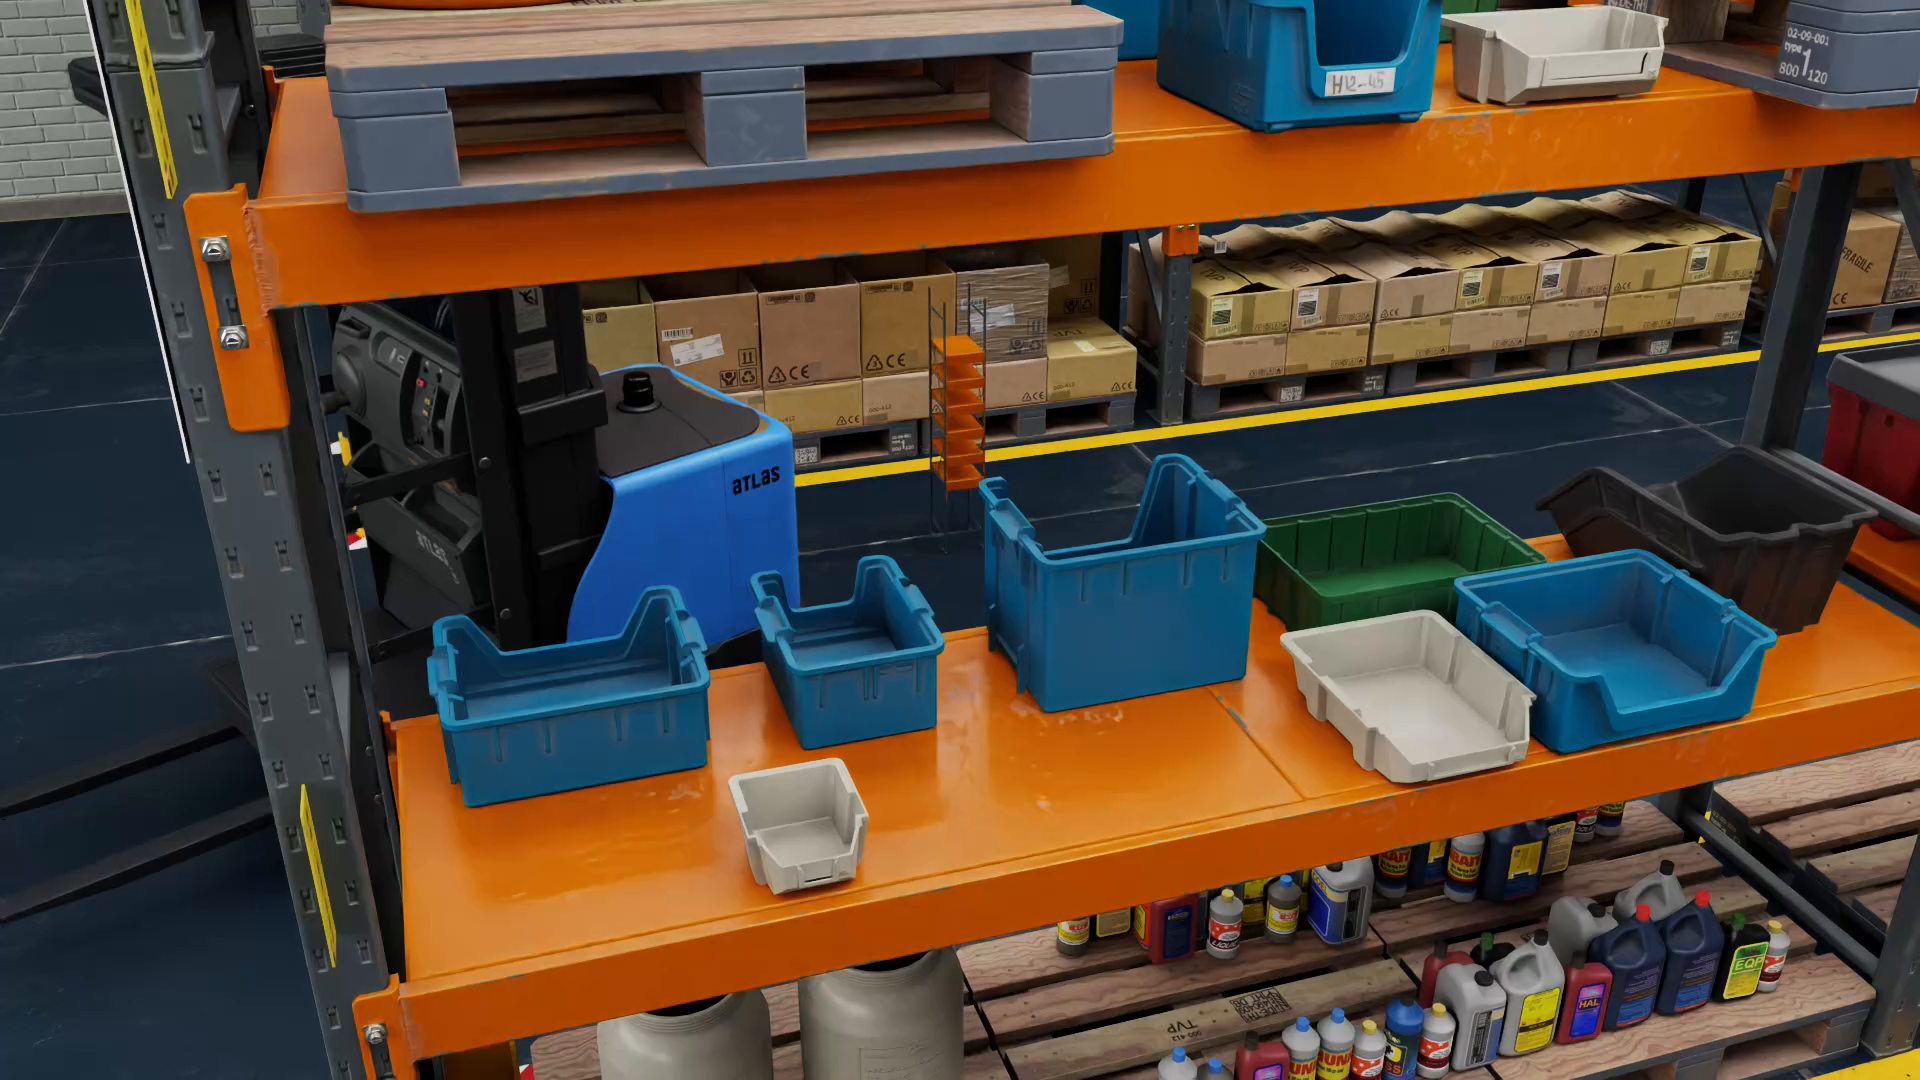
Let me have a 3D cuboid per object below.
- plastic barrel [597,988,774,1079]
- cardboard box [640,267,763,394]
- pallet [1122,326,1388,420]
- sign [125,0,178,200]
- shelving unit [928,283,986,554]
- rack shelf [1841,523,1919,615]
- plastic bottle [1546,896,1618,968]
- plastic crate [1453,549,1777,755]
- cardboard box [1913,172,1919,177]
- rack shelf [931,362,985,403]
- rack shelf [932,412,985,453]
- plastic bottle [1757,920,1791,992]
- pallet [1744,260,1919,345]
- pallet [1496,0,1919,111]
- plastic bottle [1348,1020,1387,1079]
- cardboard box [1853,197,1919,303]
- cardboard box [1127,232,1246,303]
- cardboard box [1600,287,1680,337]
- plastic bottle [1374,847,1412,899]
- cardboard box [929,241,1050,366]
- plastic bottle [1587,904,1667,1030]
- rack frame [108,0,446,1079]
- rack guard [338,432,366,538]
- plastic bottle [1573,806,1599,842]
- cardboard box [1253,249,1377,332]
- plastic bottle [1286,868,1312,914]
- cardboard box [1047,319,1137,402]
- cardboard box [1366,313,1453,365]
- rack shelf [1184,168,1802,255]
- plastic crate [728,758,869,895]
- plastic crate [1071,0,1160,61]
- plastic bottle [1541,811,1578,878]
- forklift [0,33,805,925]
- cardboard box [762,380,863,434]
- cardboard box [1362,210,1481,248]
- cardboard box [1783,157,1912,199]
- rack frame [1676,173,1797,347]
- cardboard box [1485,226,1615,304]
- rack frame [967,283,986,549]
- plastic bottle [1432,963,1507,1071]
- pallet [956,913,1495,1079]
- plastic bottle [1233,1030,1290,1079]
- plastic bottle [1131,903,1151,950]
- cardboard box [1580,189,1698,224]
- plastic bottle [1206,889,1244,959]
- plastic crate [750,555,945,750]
[{"bbox_3d":[-0.677,1.279,4.126,0.421,0.512,0.421,0,26,0],"label":"plastic barrel"},{"bbox_3d":[-1.285,-1.035,8.239,0.500,0.500,0.500,-8,28,-16],"label":"cardboard box"},{"bbox_3d":[1.682,-1.039,9.605,1.213,0.211,1.003,-8,28,-16],"label":"pallet"},{"bbox_3d":[-1.113,-0.639,2.280,0.005,0.325,0.100,-8,28,-16],"label":"sign"},{"bbox_3d":[-0.014,-0.535,7.479,0.189,1.200,0.258,-8,28,-16],"label":"shelving unit"},{"bbox_3d":[4.425,-0.028,5.243,4.000,0.370,1.077,-8,28,-16],"label":"rack shelf"},{"bbox_3d":[1.748,1.126,4.678,0.135,0.276,0.152,-8,28,-16],"label":"plastic bottle"},{"bbox_3d":[1.556,0.259,4.023,0.616,0.251,0.499,-8,28,-16],"label":"plastic crate"},{"bbox_3d":[6.603,-2.172,11.069,0.500,0.500,0.500,-9,28,-18],"label":"cardboard box"},{"bbox_3d":[-0.014,-0.711,7.392,0.180,0.103,0.258,-8,28,-16],"label":"rack shelf"},{"bbox_3d":[-0.014,-0.496,7.499,0.180,0.103,0.258,-8,28,-16],"label":"rack shelf"},{"bbox_3d":[2.275,1.163,4.686,0.097,0.201,0.097,0,26,0],"label":"plastic bottle"},{"bbox_3d":[5.518,-1.559,10.652,1.213,0.211,1.003,-8,28,-16],"label":"pallet"},{"bbox_3d":[1.868,-1.193,3.620,1.003,0.211,1.213,-8,28,-16],"label":"pallet"},{"bbox_3d":[1.056,1.339,4.331,0.097,0.201,0.097,0,26,0],"label":"plastic bottle"},{"bbox_3d":[5.814,-1.815,10.348,0.500,0.500,0.500,-9,28,-18],"label":"cardboard box"},{"bbox_3d":[1.290,-1.555,9.498,0.500,0.311,0.500,-8,28,-16],"label":"cardboard box"},{"bbox_3d":[3.883,-1.429,9.876,0.500,0.250,0.500,-9,28,-17],"label":"cardboard box"},{"bbox_3d":[1.320,0.948,5.041,0.097,0.271,0.097,0,26,0],"label":"plastic bottle"},{"bbox_3d":[0.141,-1.242,8.655,0.500,0.500,0.500,-8,28,-16],"label":"cardboard box"},{"bbox_3d":[1.818,1.151,4.542,0.185,0.351,0.144,-10,28,-19],"label":"plastic bottle"},{"bbox_3d":[-1.280,0.476,3.419,0.127,3.000,1.000,-8,28,-16],"label":"rack frame"},{"bbox_3d":[-2.833,-0.496,8.187,0.348,0.500,1.175,-8,28,-16],"label":"rack guard"},{"bbox_3d":[1.988,0.854,5.309,0.097,0.201,0.097,0,26,0],"label":"plastic bottle"},{"bbox_3d":[1.941,-1.396,9.178,0.500,0.311,0.500,-9,28,-17],"label":"cardboard box"},{"bbox_3d":[1.044,0.935,4.979,0.185,0.351,0.144,-8,28,-17],"label":"plastic bottle"},{"bbox_3d":[0.620,-0.970,8.951,0.500,0.250,0.500,-8,28,-16],"label":"cardboard box"},{"bbox_3d":[2.432,-1.220,9.453,0.500,0.250,0.500,-9,28,-18],"label":"cardboard box"},{"bbox_3d":[2.895,-2.123,9.462,4.000,0.370,1.077,-8,28,-16],"label":"rack shelf"},{"bbox_3d":[-0.329,0.607,3.451,0.250,0.136,0.298,-8,28,-16],"label":"plastic crate"},{"bbox_3d":[0.440,-1.251,3.540,0.575,0.384,0.392,-8,28,-16],"label":"plastic crate"},{"bbox_3d":[1.820,0.904,5.116,0.133,0.283,0.061,-8,28,-16],"label":"plastic bottle"},{"bbox_3d":[-2.051,-0.503,5.468,3.031,2.935,1.130,-21,33,-36],"label":"forklift"},{"bbox_3d":[-0.804,-0.761,8.530,0.500,0.250,0.500,-8,28,-16],"label":"cardboard box"},{"bbox_3d":[2.737,-1.764,9.920,0.500,0.311,0.500,-9,28,-17],"label":"cardboard box"},{"bbox_3d":[5.666,-2.372,10.627,0.500,0.250,0.500,-7,27,-14],"label":"cardboard box"},{"bbox_3d":[4.797,-2.721,9.857,0.127,3.000,1.000,-8,28,-16],"label":"rack frame"},{"bbox_3d":[3.402,-1.610,9.608,0.500,0.311,0.500,-8,28,-16],"label":"cardboard box"},{"bbox_3d":[0.073,-0.548,7.505,0.006,1.200,0.240,-8,28,-16],"label":"rack frame"},{"bbox_3d":[1.355,1.250,4.427,0.135,0.276,0.152,-8,27,-15],"label":"plastic bottle"},{"bbox_3d":[0.710,1.418,4.656,1.213,0.211,1.003,-8,28,-16],"label":"pallet"},{"bbox_3d":[0.762,1.354,4.209,0.133,0.283,0.061,-8,27,-15],"label":"plastic bottle"},{"bbox_3d":[0.579,1.037,4.856,0.135,0.276,0.152,-8,28,-16],"label":"plastic bottle"},{"bbox_3d":[4.208,-1.981,10.355,0.500,0.311,0.500,-7,27,-14],"label":"cardboard box"},{"bbox_3d":[0.767,1.102,4.810,0.097,0.201,0.097,0,26,0],"label":"plastic bottle"},{"bbox_3d":[-0.277,0.260,4.021,0.408,0.251,0.499,-8,28,-16],"label":"plastic crate"}]
